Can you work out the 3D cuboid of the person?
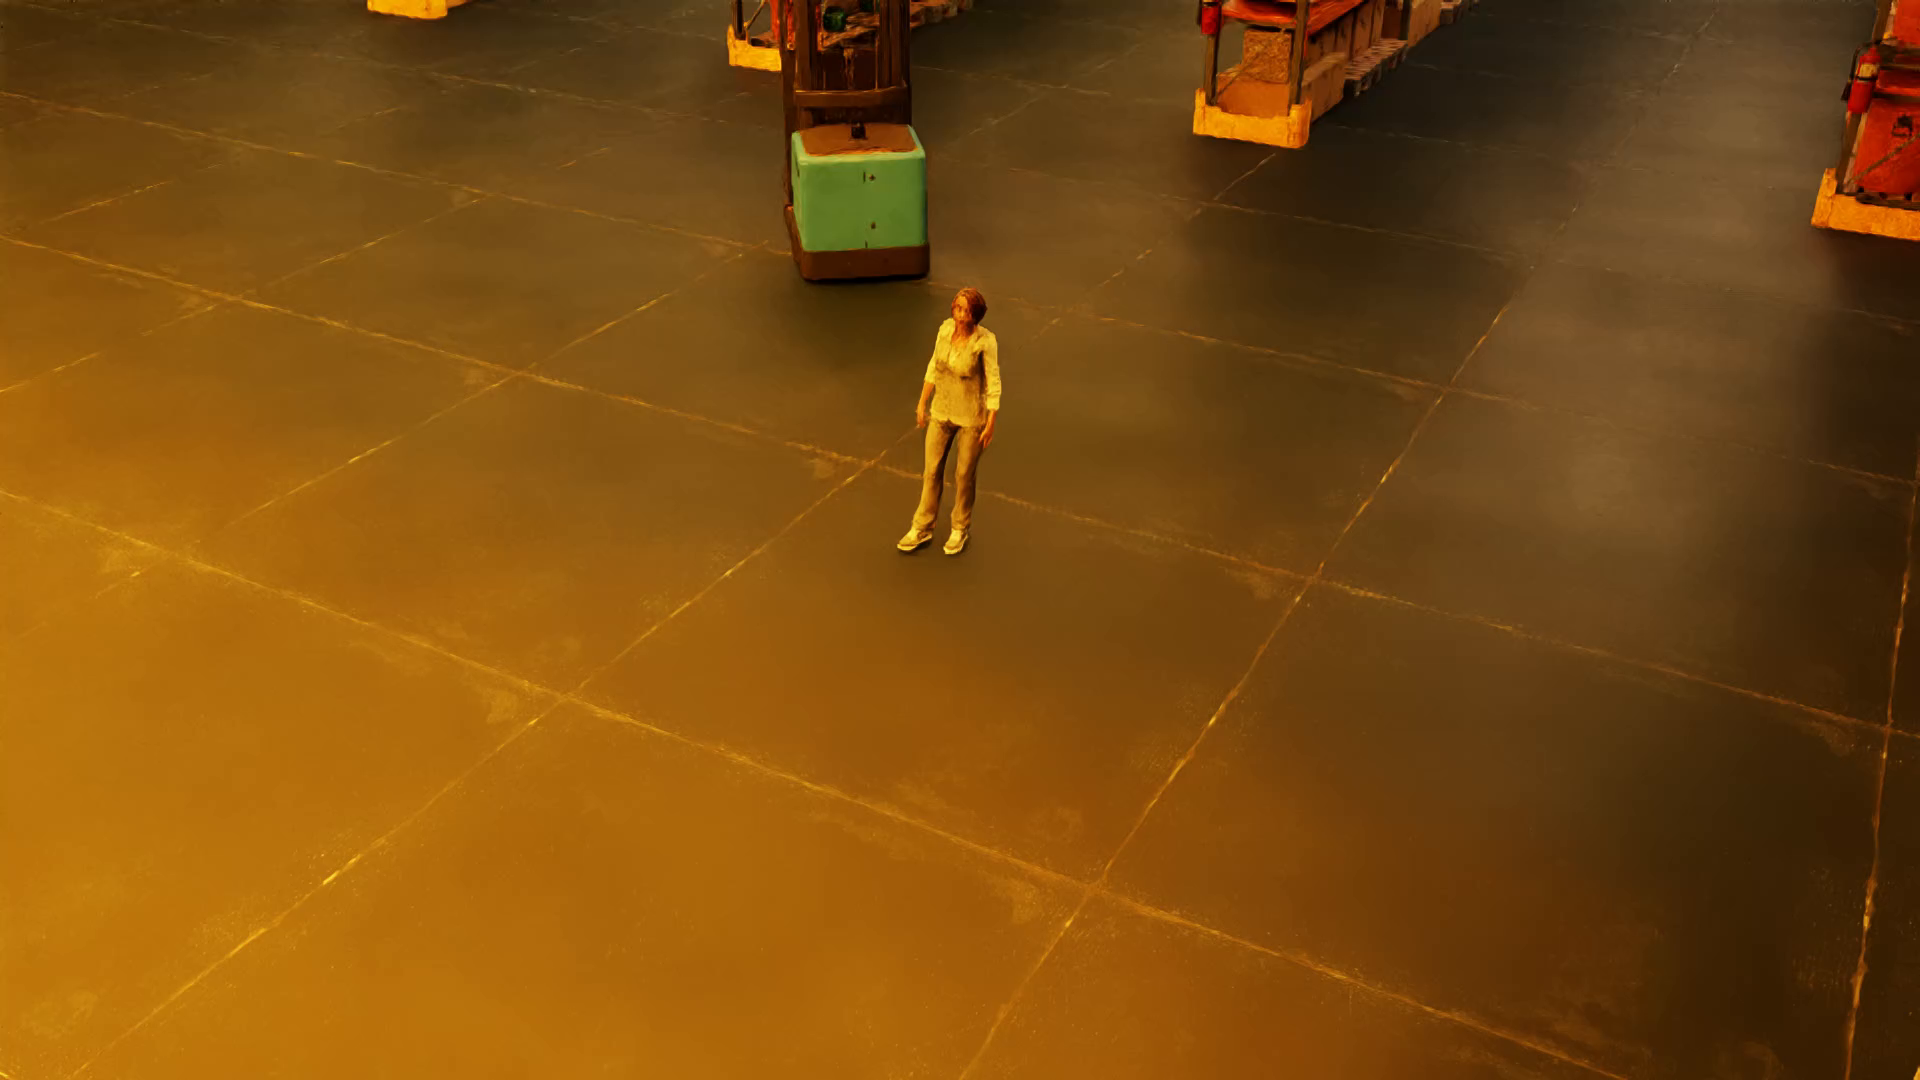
[{"bbox_3d":[-0.048,-0.669,9.550,0.521,1.597,0.474,15,33,25],"label":"person"}]

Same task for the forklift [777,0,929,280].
[{"bbox_3d":[-1.001,-4.107,14.187,1.130,2.935,3.031,-5,30,-8],"label":"forklift"}]
